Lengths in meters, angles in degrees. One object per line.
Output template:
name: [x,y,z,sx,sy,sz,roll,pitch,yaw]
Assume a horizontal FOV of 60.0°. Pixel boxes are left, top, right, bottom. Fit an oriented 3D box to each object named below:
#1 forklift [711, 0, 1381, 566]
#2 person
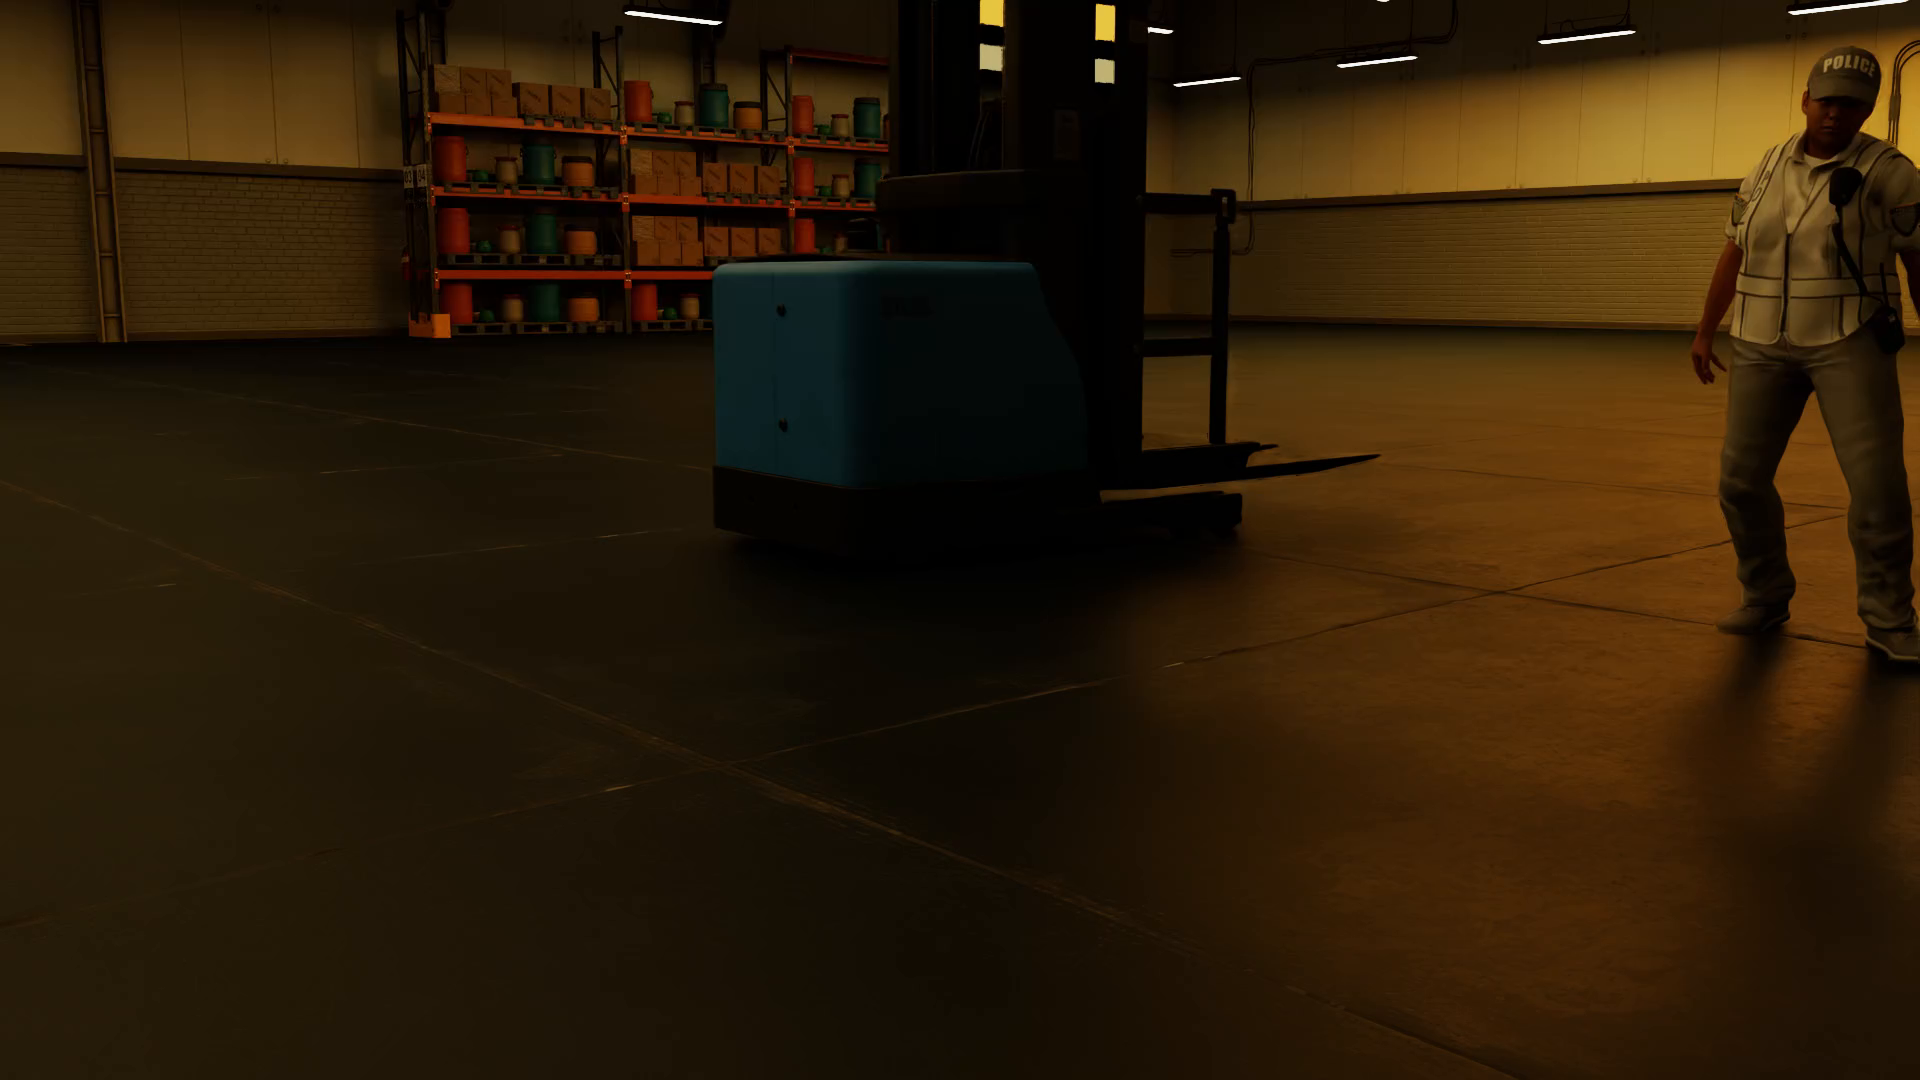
forklift: [0.522,-1.515,6.744,3.031,2.935,1.130,-7,11,-37]
person: [2.371,-0.509,4.590,0.472,1.636,0.819,-7,11,-38]
